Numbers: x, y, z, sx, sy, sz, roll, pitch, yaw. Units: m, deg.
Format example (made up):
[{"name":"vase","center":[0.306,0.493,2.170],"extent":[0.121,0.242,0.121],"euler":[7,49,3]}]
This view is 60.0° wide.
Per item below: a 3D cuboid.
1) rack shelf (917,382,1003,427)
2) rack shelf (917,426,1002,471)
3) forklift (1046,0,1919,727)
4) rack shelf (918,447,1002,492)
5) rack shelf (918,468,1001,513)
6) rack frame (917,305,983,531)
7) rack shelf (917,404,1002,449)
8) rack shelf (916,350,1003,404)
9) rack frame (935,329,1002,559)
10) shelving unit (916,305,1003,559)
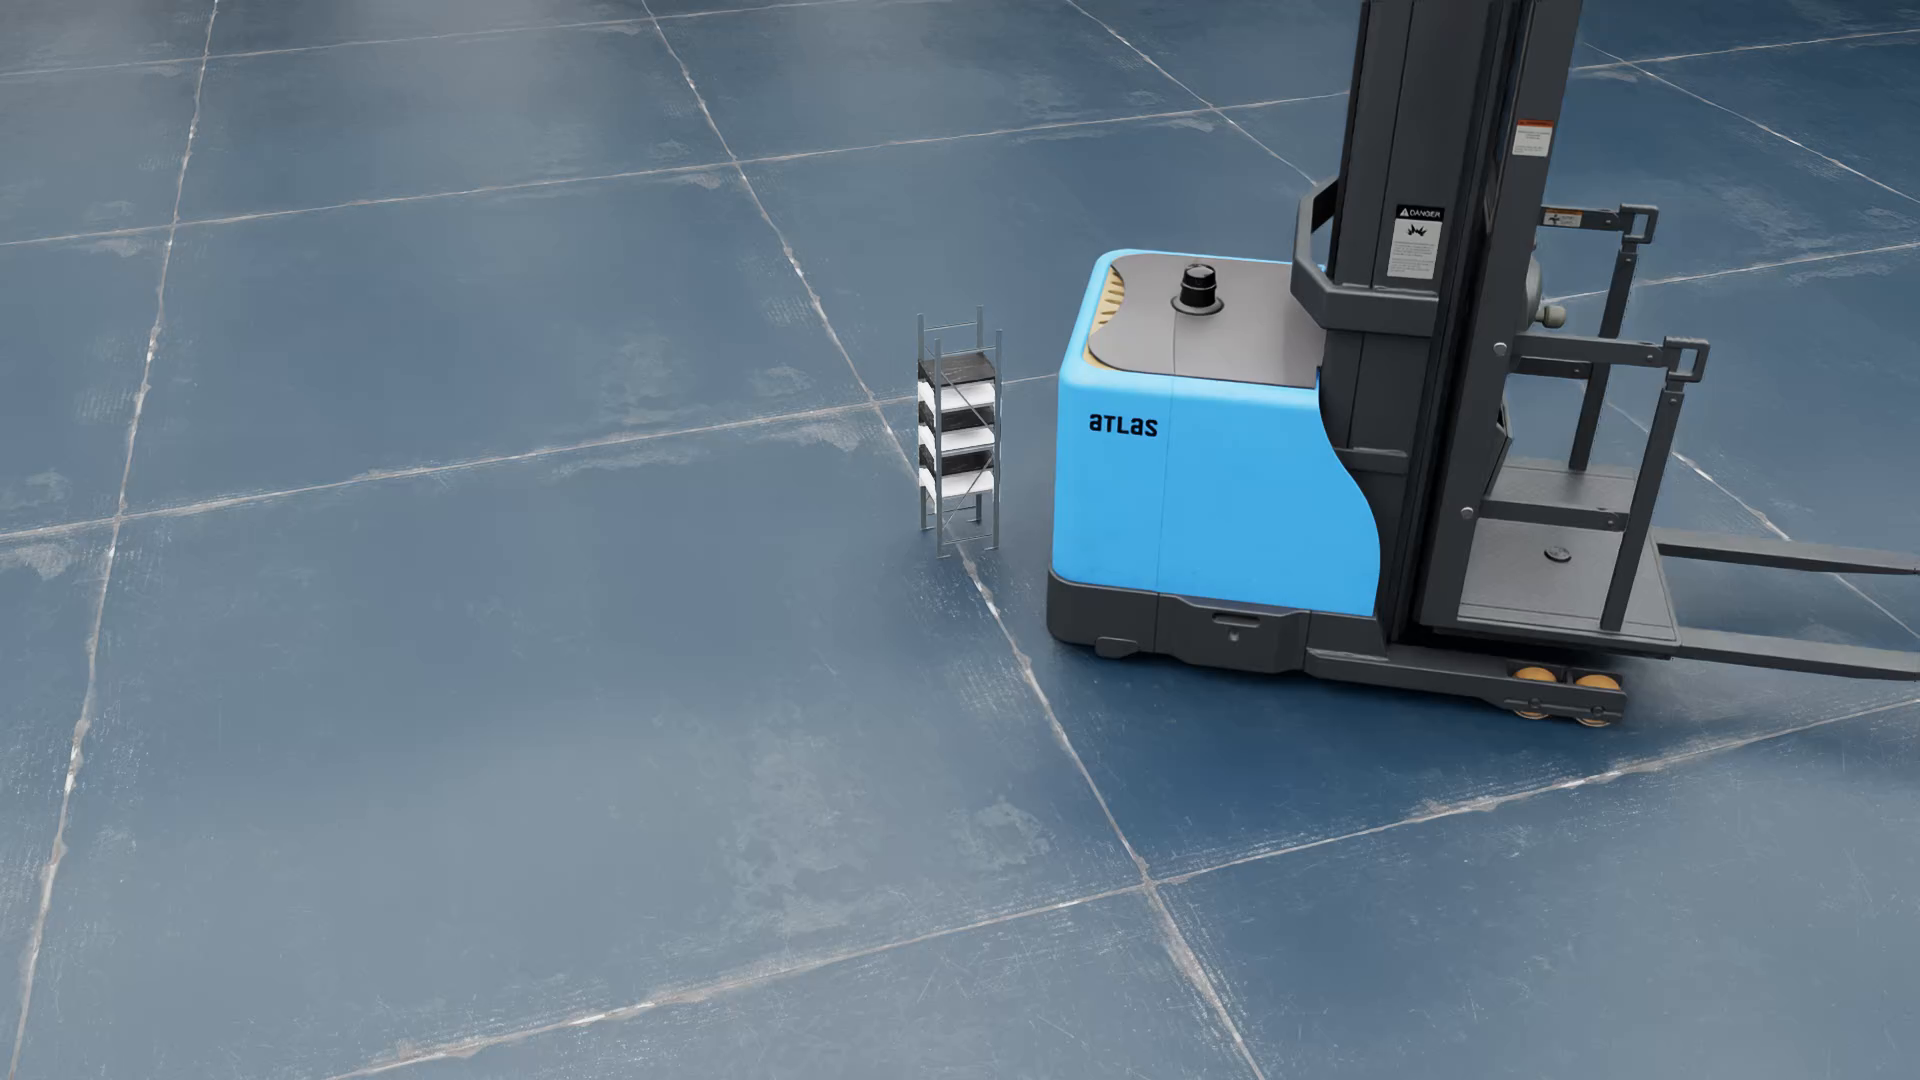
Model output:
[{"name":"rack shelf","center":[-0.002,-0.502,5.928],"extent":[0.258,0.077,0.200],"euler":[-10,35,-15]},{"name":"rack shelf","center":[-0.002,-0.352,6.027],"extent":[0.258,0.077,0.200],"euler":[-10,35,-15]},{"name":"forklift","center":[1.865,-0.944,5.020],"extent":[3.031,2.935,1.130],"euler":[6,34,10]},{"name":"rack shelf","center":[-0.002,-0.277,6.076],"extent":[0.258,0.077,0.200],"euler":[-10,35,-15]},{"name":"rack shelf","center":[-0.002,-0.202,6.126],"extent":[0.258,0.077,0.200],"euler":[-10,35,-15]},{"name":"rack frame","center":[-0.033,-0.433,6.089],"extent":[0.240,0.900,0.006],"euler":[-10,35,-15]},{"name":"rack shelf","center":[-0.002,-0.427,5.977],"extent":[0.258,0.077,0.200],"euler":[-10,35,-15]},{"name":"rack shelf","center":[-0.002,-0.577,5.878],"extent":[0.258,0.077,0.200],"euler":[-10,35,-15]},{"name":"rack frame","center":[0.029,-0.326,5.928],"extent":[0.240,0.900,0.006],"euler":[-10,35,-15]},{"name":"shelving unit","center":[-0.002,-0.380,6.008],"extent":[0.258,0.900,0.210],"euler":[-10,35,-15]}]
